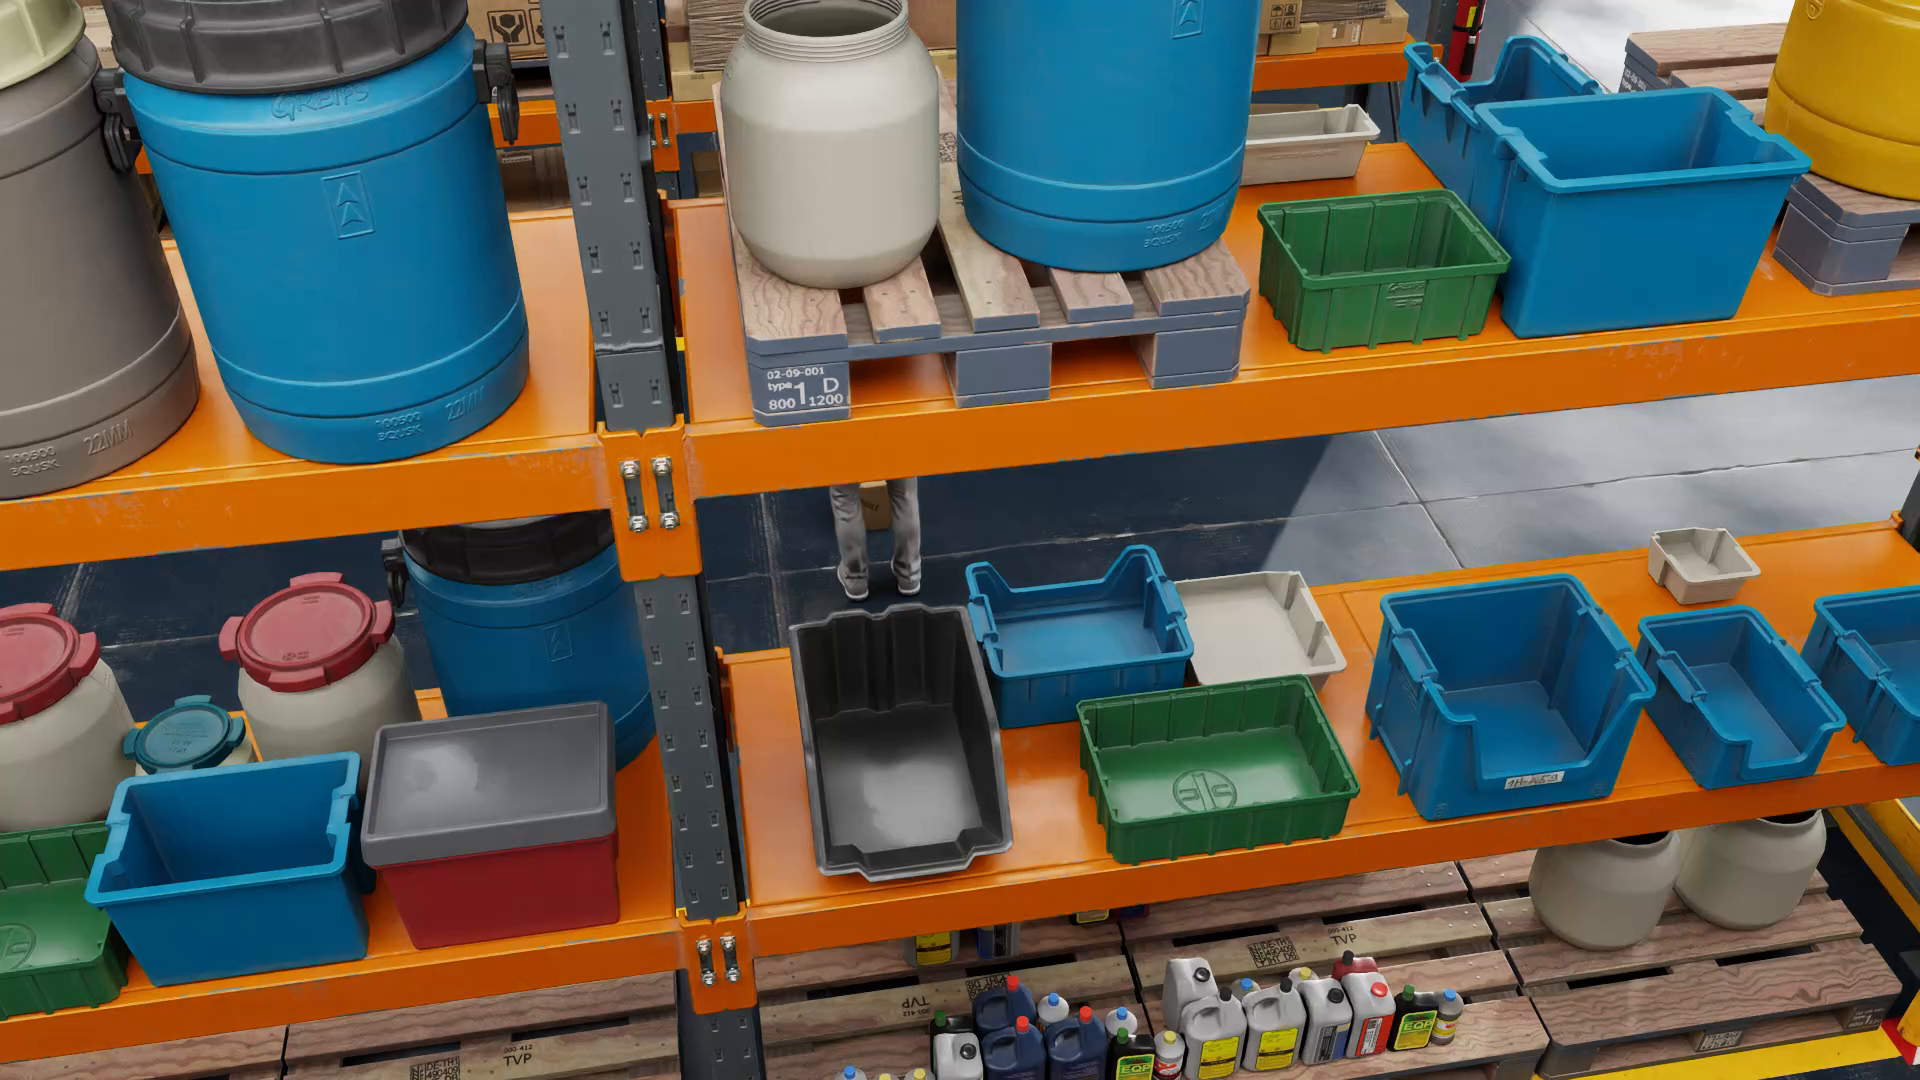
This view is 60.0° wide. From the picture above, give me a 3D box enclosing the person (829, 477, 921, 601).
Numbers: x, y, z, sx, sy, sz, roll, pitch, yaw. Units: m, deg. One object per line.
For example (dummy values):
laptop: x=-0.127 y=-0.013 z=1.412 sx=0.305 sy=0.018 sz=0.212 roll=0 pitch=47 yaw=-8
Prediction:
person: x=-0.381 y=-0.462 z=6.746 sx=0.485 sy=1.651 sz=0.381 roll=-5 pitch=39 yaw=-7
